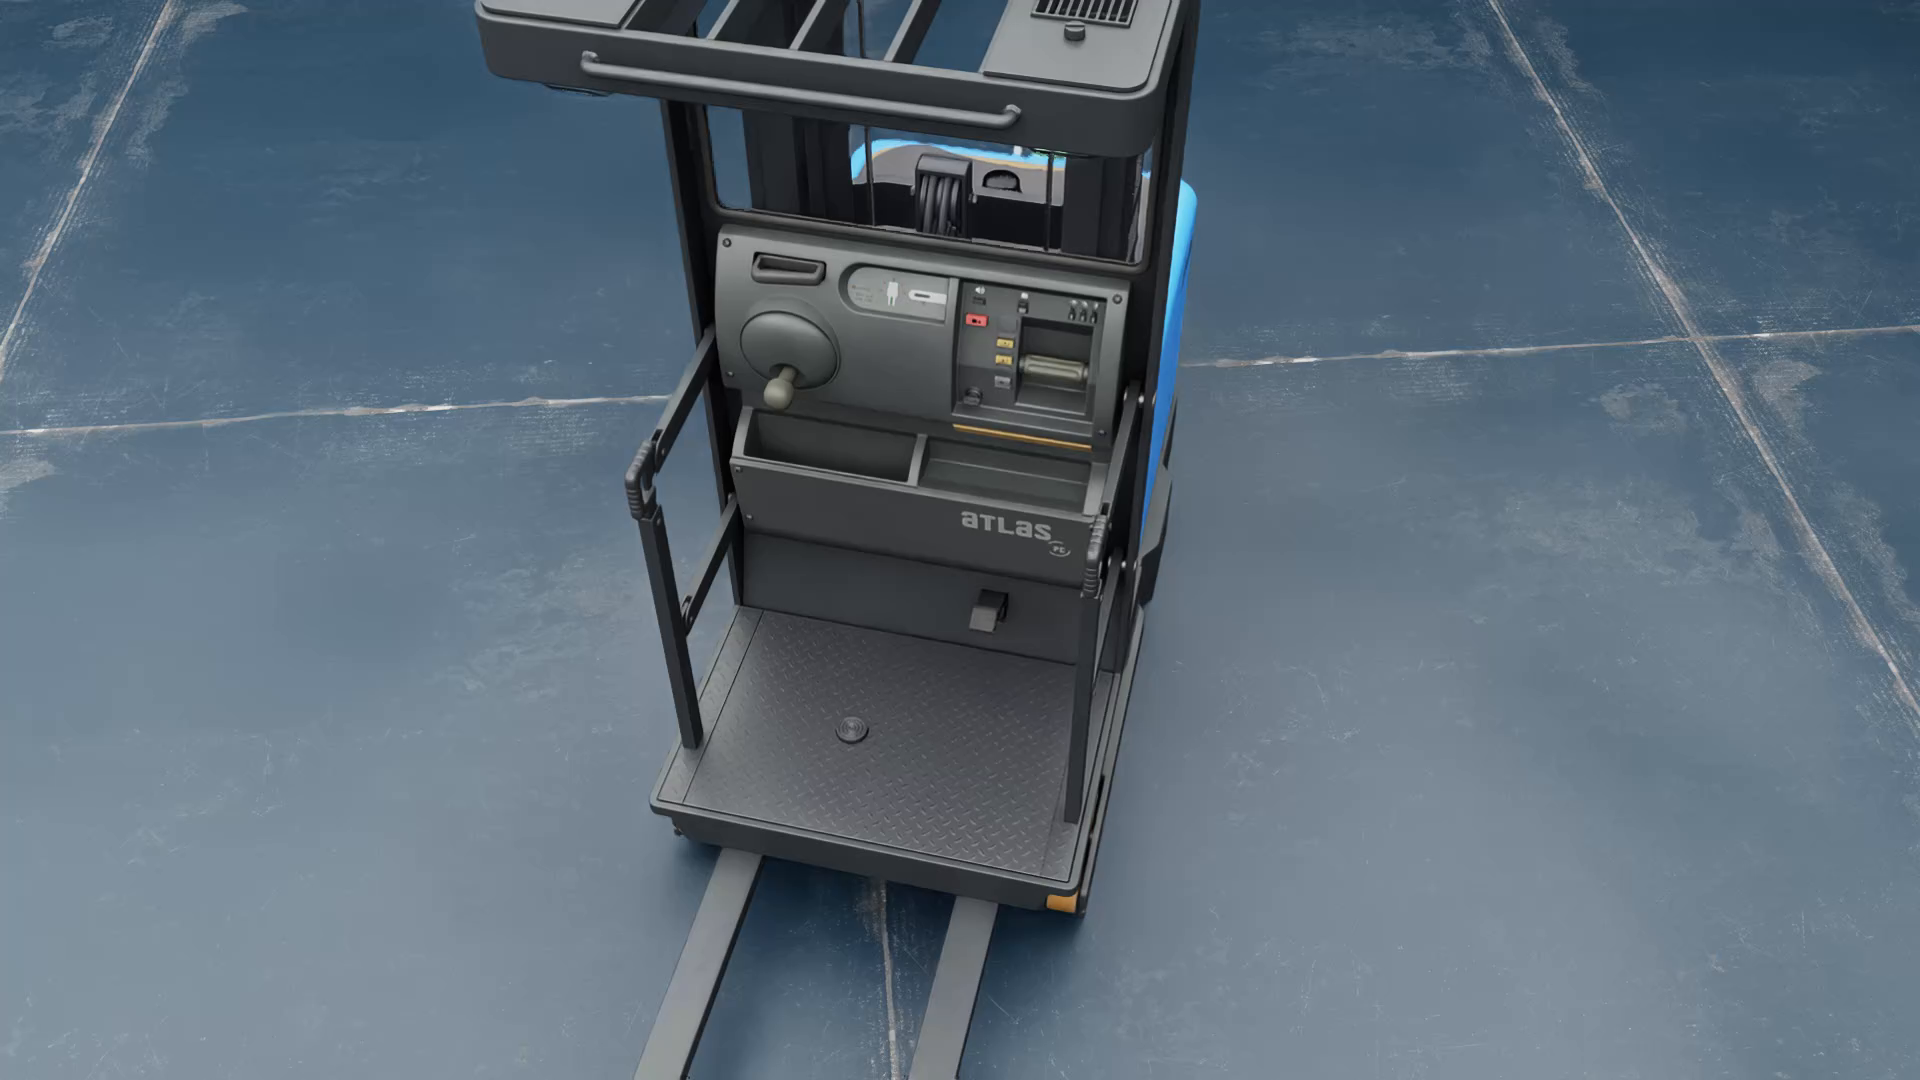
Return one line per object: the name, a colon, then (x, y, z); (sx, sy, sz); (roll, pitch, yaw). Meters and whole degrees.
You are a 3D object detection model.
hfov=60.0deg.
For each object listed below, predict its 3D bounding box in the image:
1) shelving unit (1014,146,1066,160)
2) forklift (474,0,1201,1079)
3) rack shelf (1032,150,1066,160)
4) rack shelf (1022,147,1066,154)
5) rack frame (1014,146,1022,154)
shelving unit: (0.333, -1.002, 5.373); (0.258, 1.200, 0.503); (10, 47, 9)
forklift: (-0.143, -0.351, 3.564); (1.130, 2.935, 3.031); (10, 47, 9)
rack shelf: (0.333, -1.123, 5.245); (0.258, 0.148, 0.480); (10, 47, 9)
rack shelf: (0.333, -1.288, 5.071); (0.258, 0.148, 0.480); (10, 47, 9)
rack frame: (0.278, -0.830, 5.209); (0.240, 1.200, 0.015); (10, 47, 9)
